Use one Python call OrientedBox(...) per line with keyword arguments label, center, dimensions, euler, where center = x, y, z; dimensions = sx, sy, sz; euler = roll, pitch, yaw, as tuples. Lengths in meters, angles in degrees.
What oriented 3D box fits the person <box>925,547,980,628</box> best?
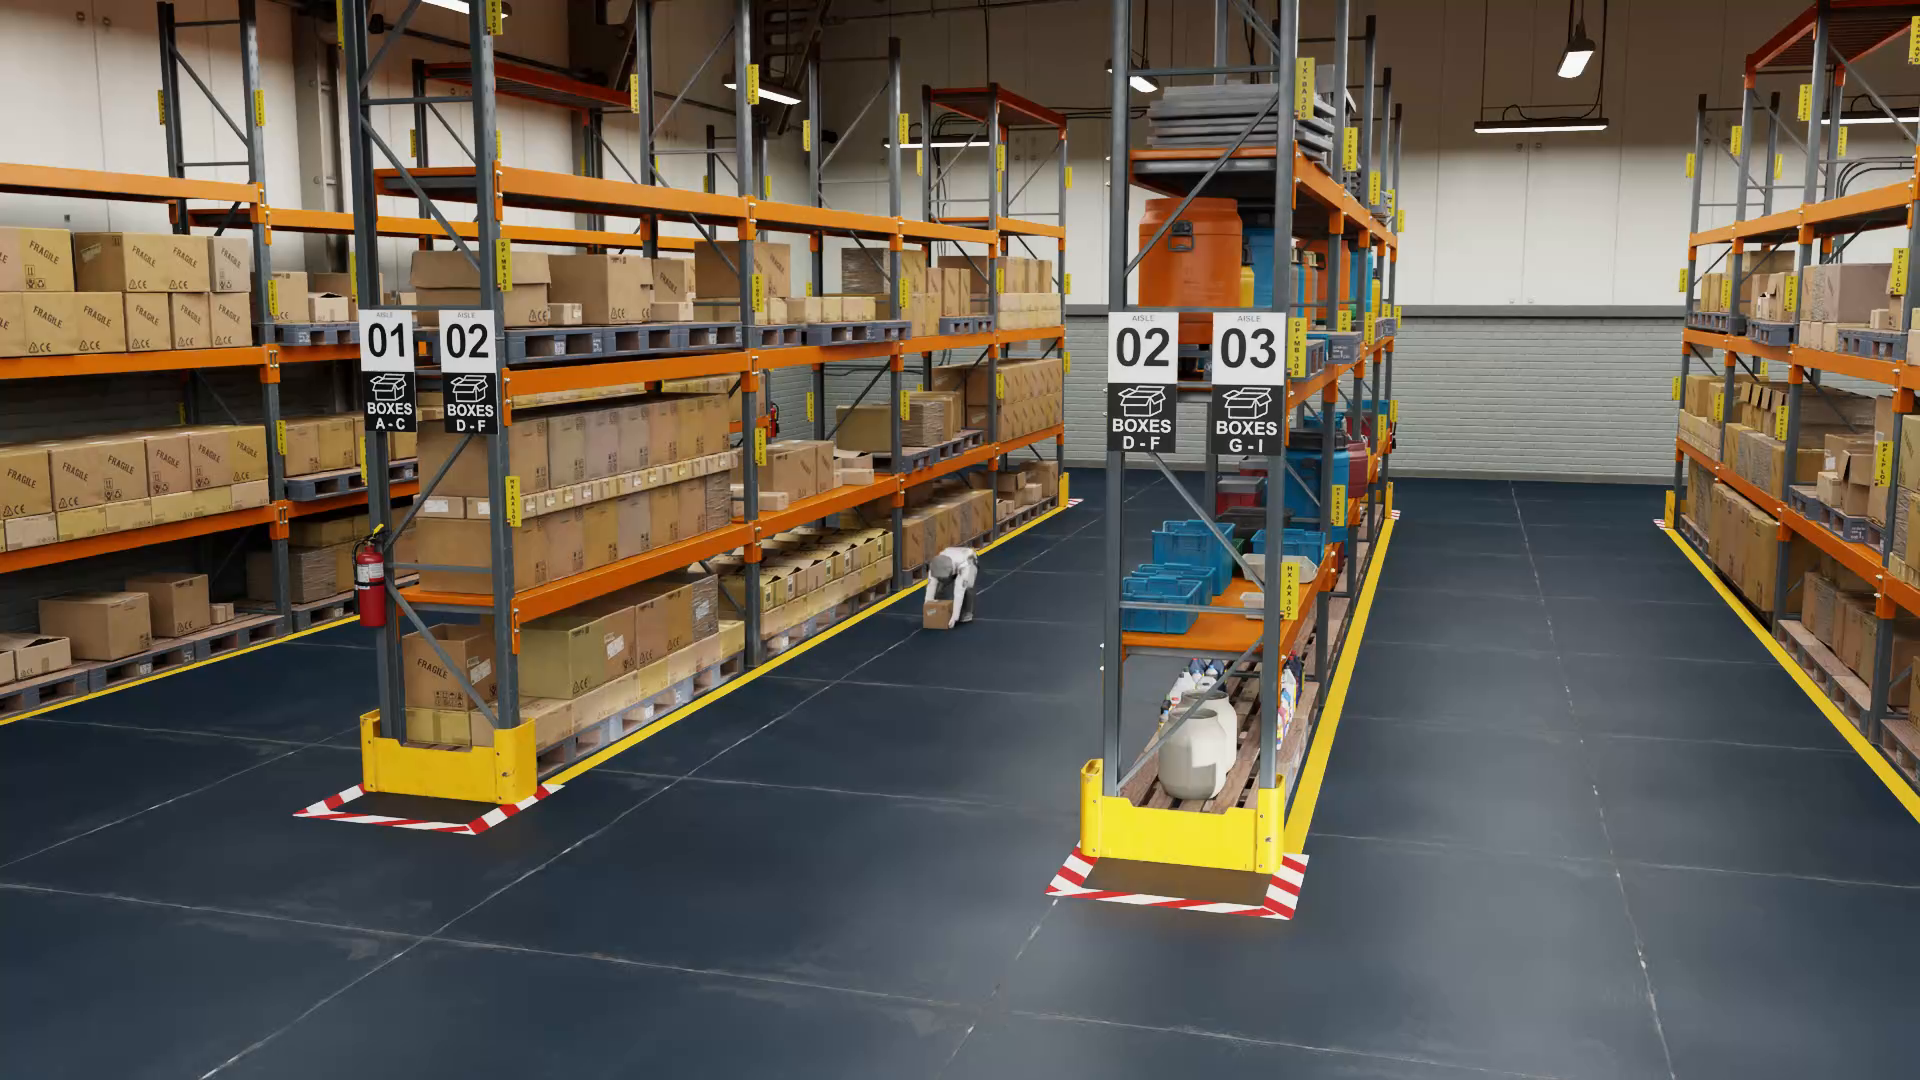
OrientedBox(label="person", center=(-0.083, 0.471, 16.846), dimensions=(0.472, 0.762, 0.914), euler=(2, 9, 15))
